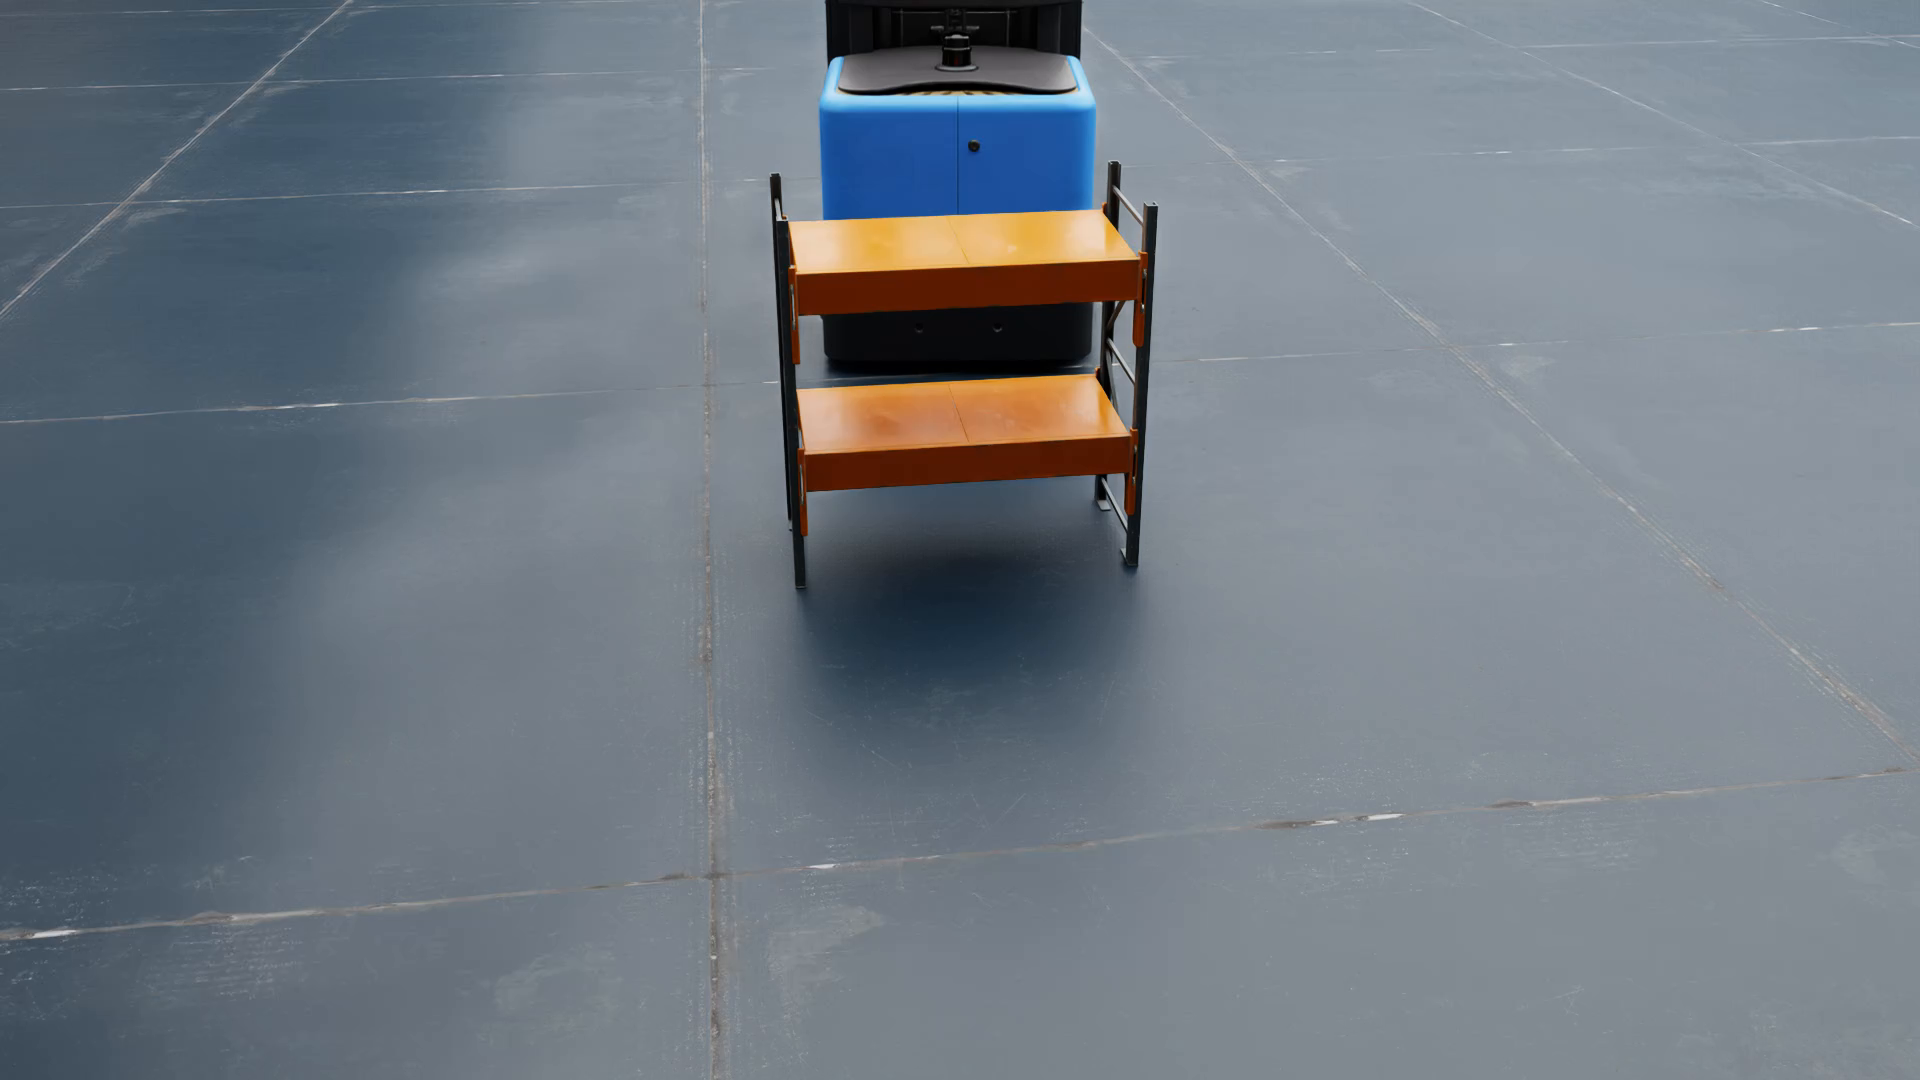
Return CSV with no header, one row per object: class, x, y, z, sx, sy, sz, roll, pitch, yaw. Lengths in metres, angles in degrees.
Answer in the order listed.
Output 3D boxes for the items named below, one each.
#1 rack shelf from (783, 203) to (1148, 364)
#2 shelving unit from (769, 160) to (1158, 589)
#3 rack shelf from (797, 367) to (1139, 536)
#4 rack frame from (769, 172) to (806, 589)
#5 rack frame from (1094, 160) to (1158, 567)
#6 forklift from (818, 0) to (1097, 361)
rack shelf,-0.007,-0.760,4.859,1.000,0.278,0.538,-4,27,-7
shelving unit,-0.007,-0.500,4.992,1.048,1.125,0.538,-4,27,-7
rack shelf,-0.007,-0.282,5.104,1.000,0.278,0.538,-4,27,-7
rack frame,-0.510,-0.468,4.929,0.032,1.125,0.500,-4,27,-7
rack frame,0.497,-0.532,5.055,0.032,1.125,0.500,-4,27,-7
forklift,-0.031,-2.627,7.158,1.130,2.935,3.031,0,27,-1
